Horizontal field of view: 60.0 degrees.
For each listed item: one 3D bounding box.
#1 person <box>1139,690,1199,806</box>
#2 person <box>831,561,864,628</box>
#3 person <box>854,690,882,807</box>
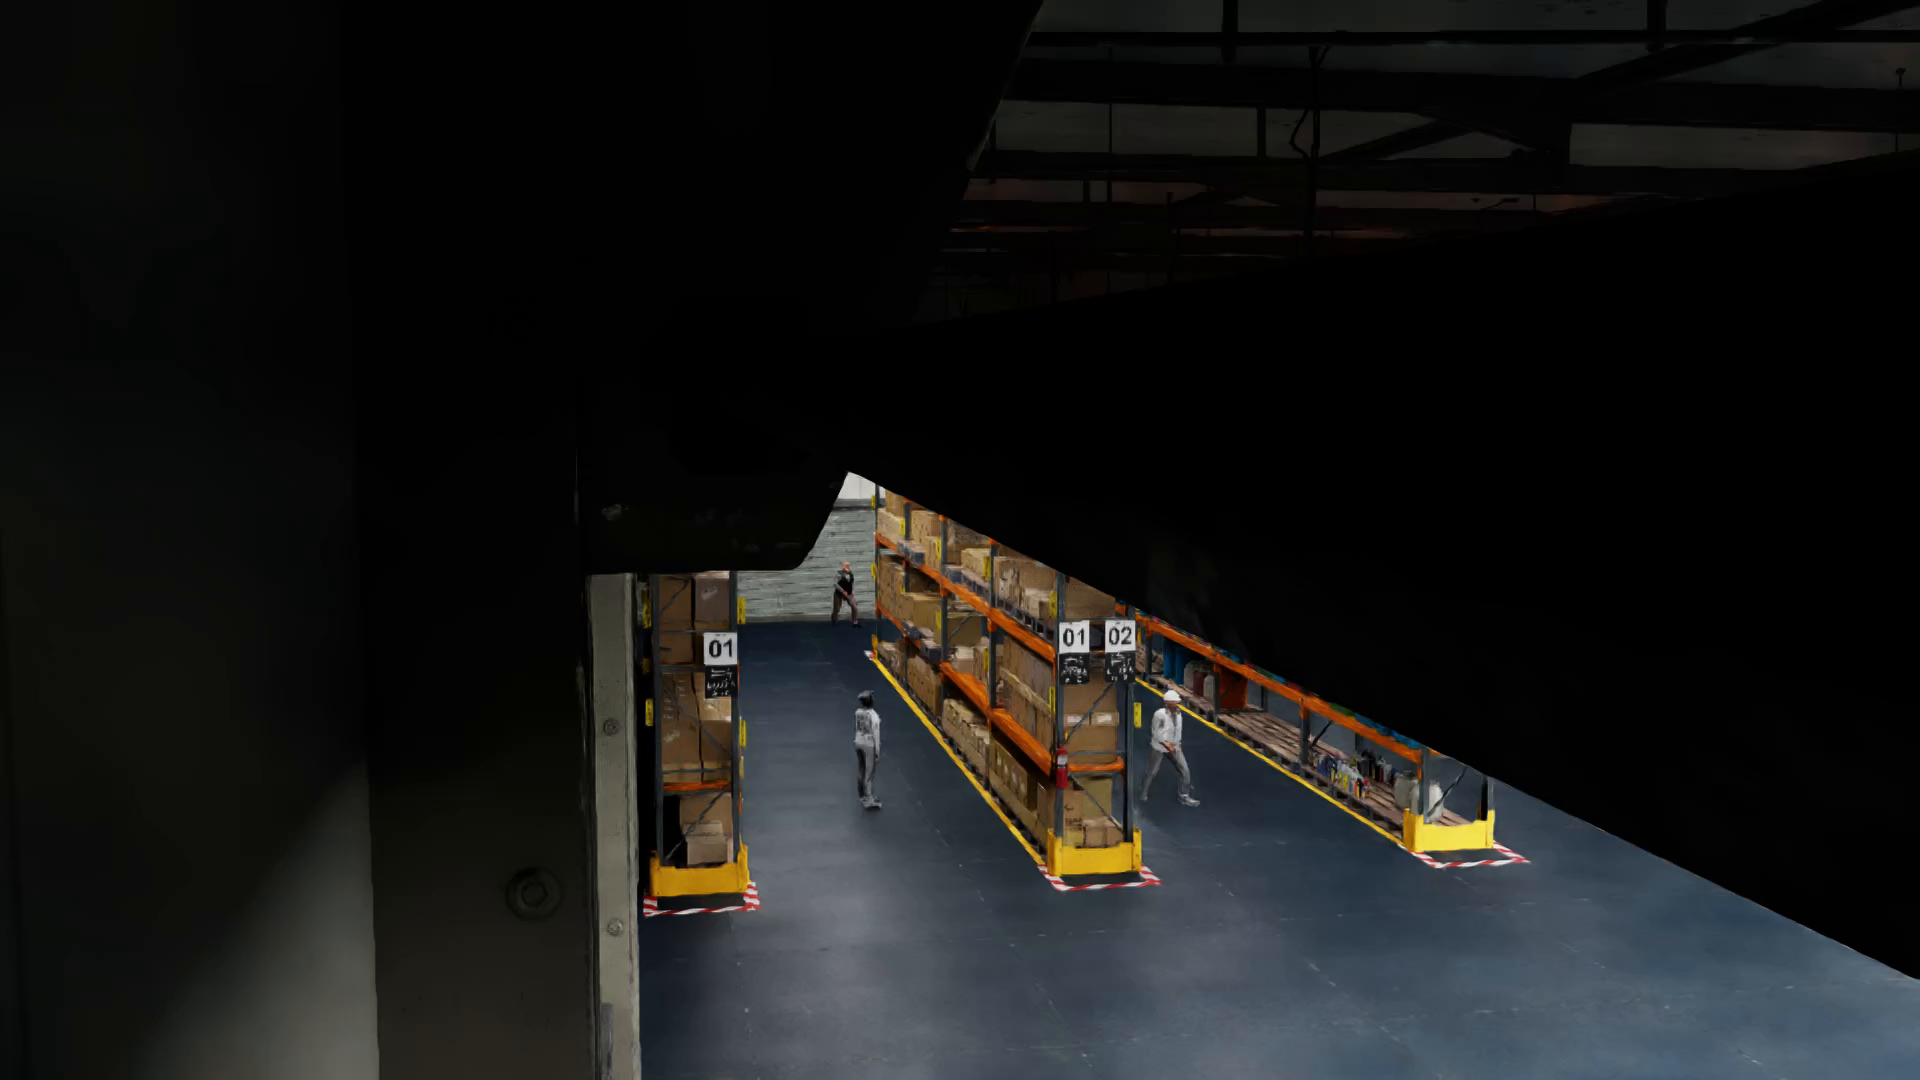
[{"bbox_3d":[2.986,2.996,24.163,0.661,1.714,0.844,-3,7,-28],"label":"person"},{"bbox_3d":[-2.823,1.324,40.676,0.684,1.663,0.795,-3,7,-30],"label":"person"},{"bbox_3d":[-1.311,3.010,24.139,0.416,1.677,0.537,-5,8,-40],"label":"person"}]
